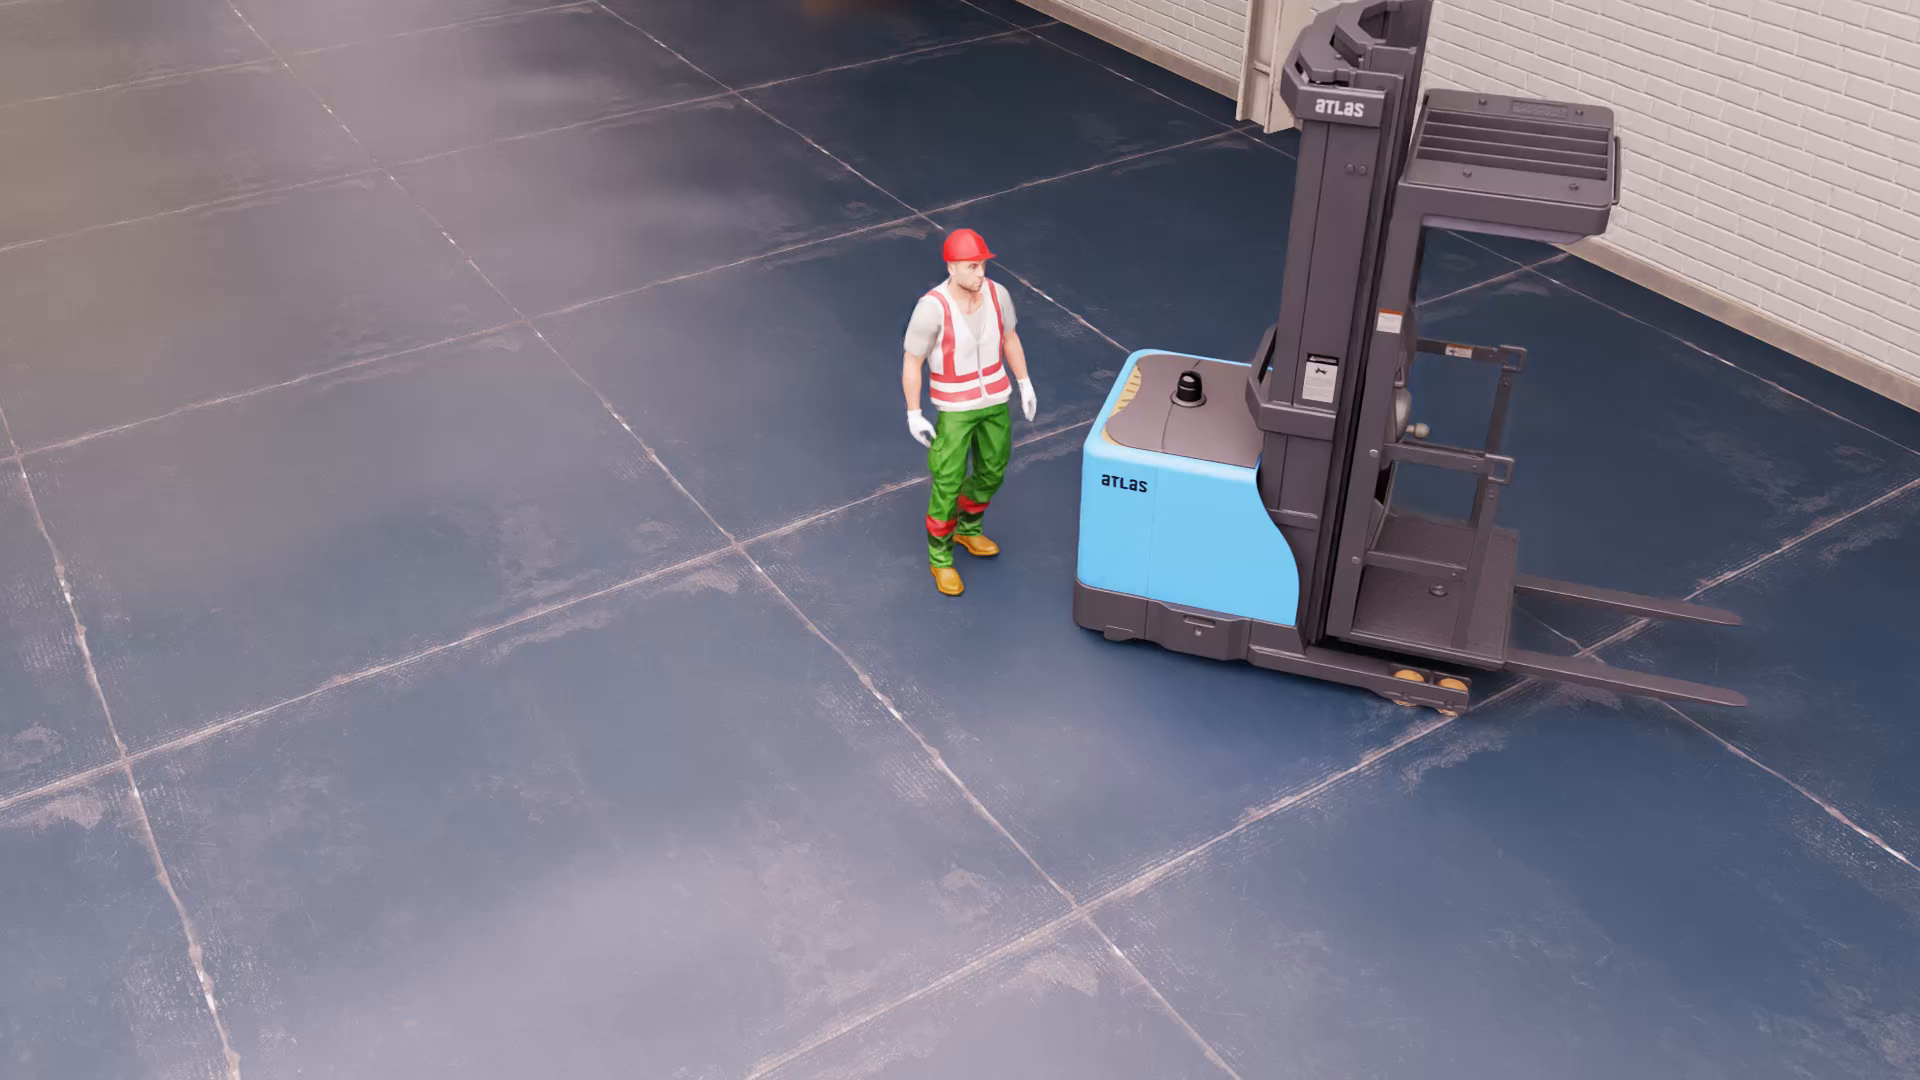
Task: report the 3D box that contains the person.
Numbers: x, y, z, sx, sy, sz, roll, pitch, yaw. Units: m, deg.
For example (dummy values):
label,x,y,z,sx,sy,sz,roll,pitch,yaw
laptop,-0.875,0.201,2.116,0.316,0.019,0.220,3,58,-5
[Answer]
label,x,y,z,sx,sy,sz,roll,pitch,yaw
person,0.082,-0.637,8.080,0.686,1.772,0.557,-18,39,-23

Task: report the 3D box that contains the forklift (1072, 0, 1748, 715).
label,x,y,z,sx,sy,sz,roll,pitch,yaw
forklift,2.118,-0.747,7.211,3.031,2.935,1.130,11,37,15
